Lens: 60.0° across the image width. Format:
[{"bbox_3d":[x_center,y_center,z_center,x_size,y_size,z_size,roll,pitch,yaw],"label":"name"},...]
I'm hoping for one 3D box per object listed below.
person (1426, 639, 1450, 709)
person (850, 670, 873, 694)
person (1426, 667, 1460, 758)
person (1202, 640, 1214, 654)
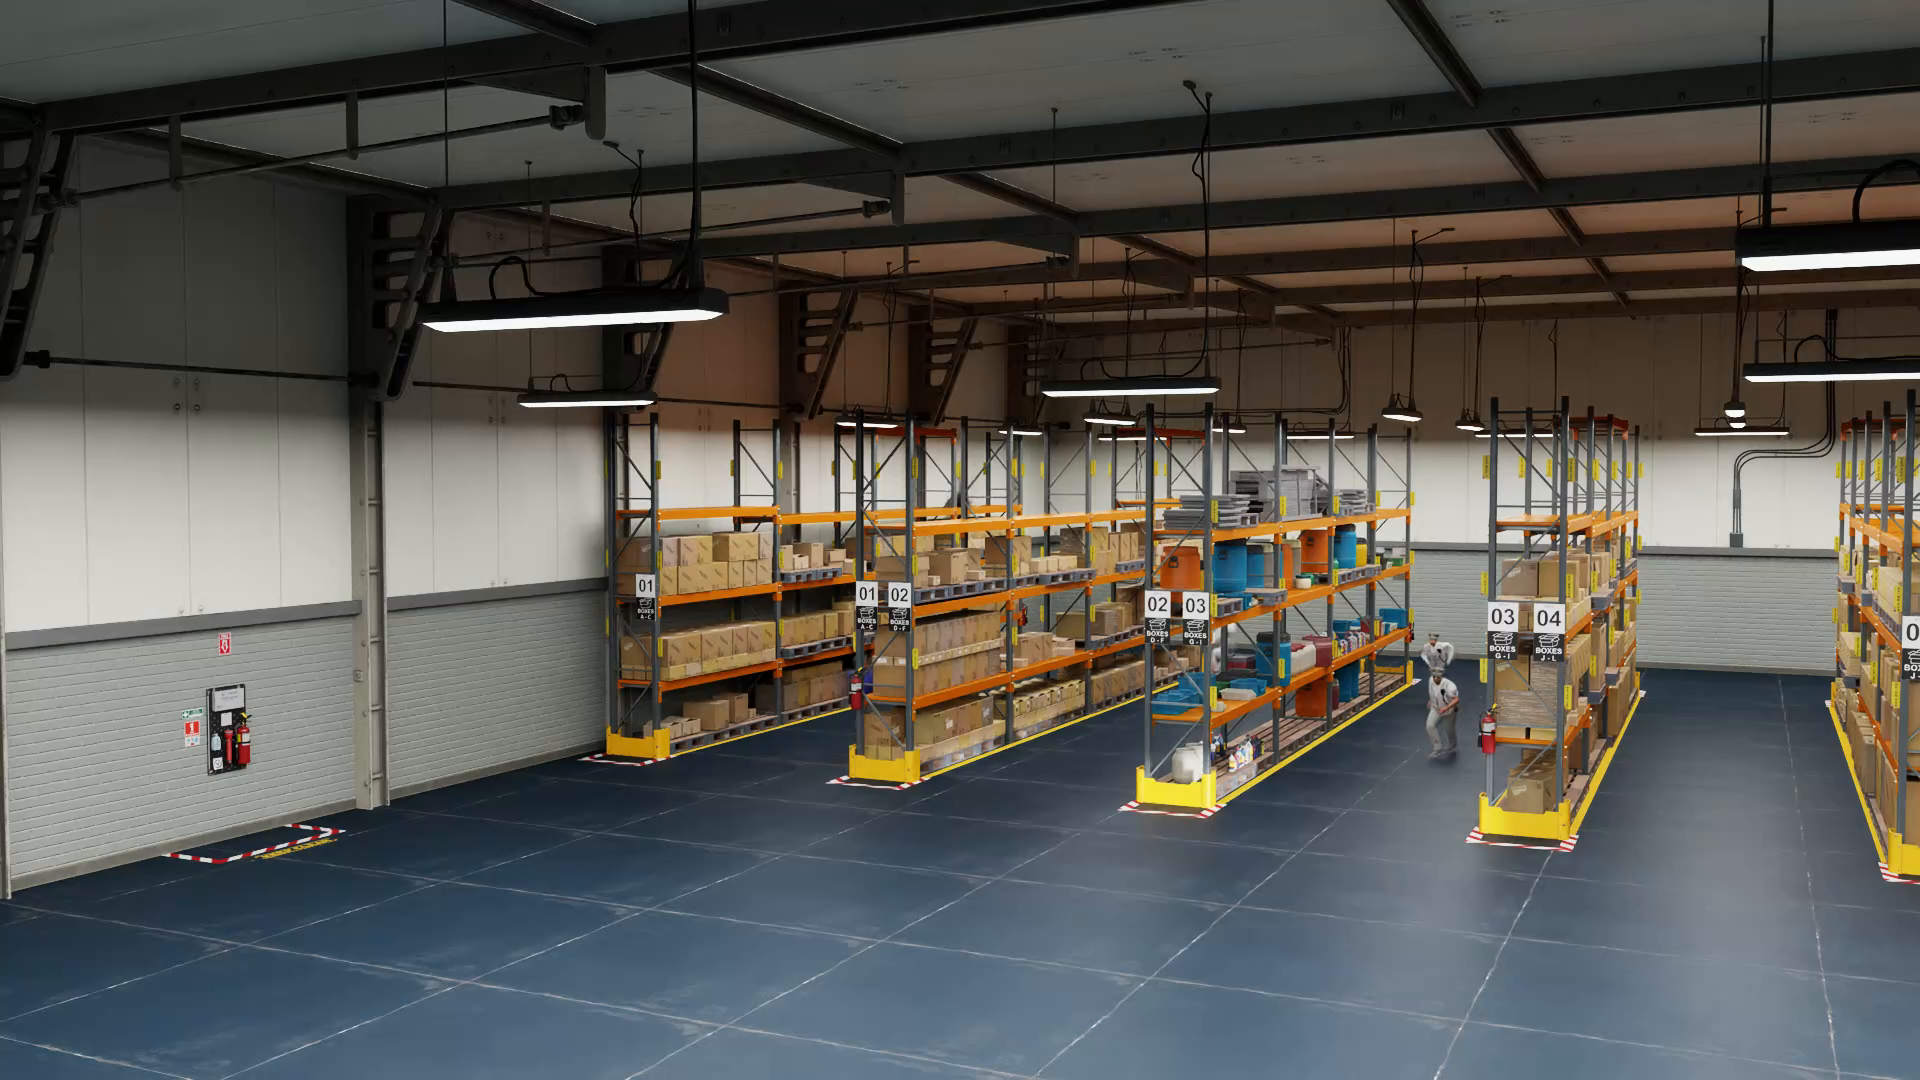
[{"bbox_3d":[10.179,2.758,35.248,0.492,1.617,0.941,1,3,28],"label":"person"},{"bbox_3d":[-1.688,3.039,29.866,0.487,1.494,0.579,1,3,23],"label":"person"},{"bbox_3d":[8.487,2.971,29.021,0.672,1.586,1.078,2,3,40],"label":"person"},{"bbox_3d":[5.280,2.759,34.311,0.411,1.612,1.121,2,3,33],"label":"person"}]
